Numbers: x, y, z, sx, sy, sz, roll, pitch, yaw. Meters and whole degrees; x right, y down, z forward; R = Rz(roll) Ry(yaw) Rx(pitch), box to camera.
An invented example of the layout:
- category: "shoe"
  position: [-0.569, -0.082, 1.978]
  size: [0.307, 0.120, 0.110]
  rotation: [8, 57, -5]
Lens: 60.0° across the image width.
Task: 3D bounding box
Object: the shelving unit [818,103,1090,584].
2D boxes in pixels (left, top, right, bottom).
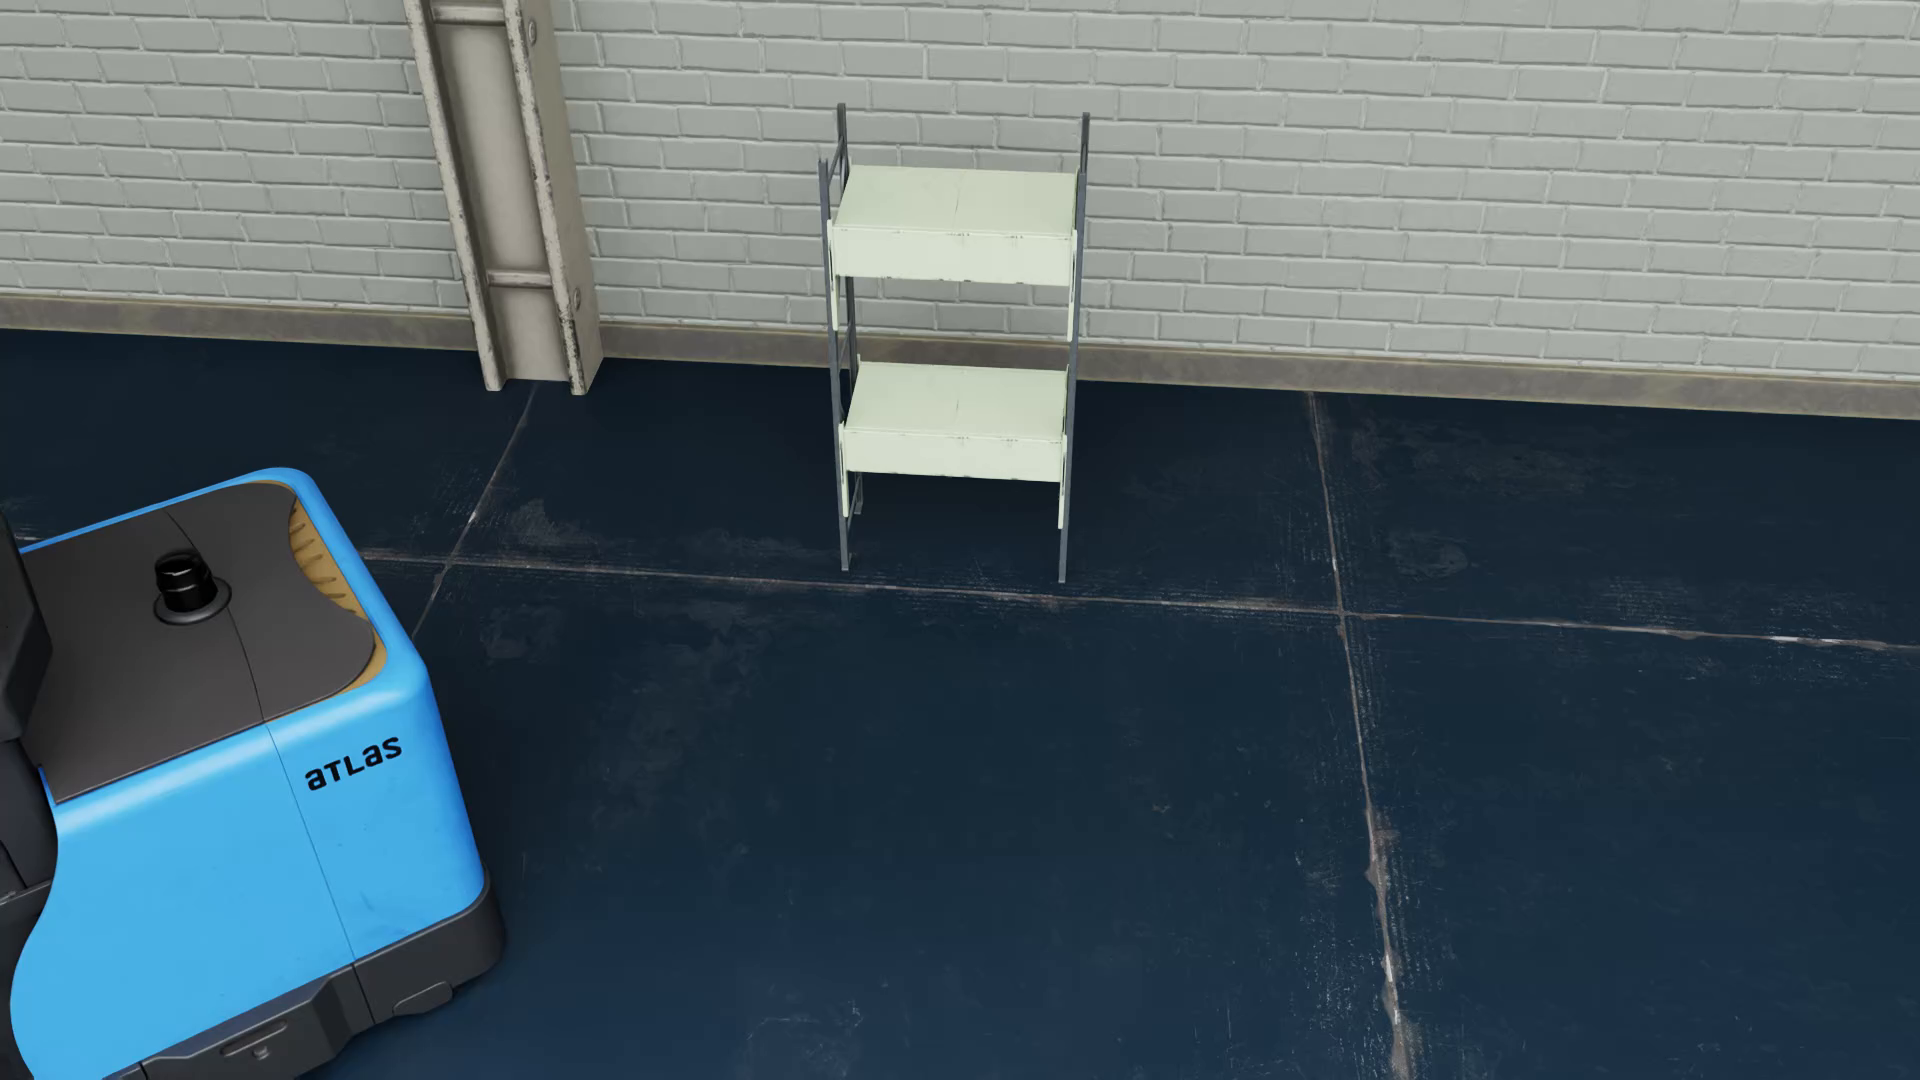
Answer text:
- category: "shelving unit"
  position: [-0.007, -0.582, 5.277]
  size: [0.755, 1.500, 0.431]
  rotation: [3, 39, 4]

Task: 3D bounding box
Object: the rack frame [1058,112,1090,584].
- category: "rack frame"
  position: [0.358, -0.562, 5.252]
  size: [0.023, 1.500, 0.400]
  rotation: [3, 39, 4]

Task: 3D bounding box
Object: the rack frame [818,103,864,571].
- category: "rack frame"
  position: [-0.371, -0.602, 5.301]
  size: [0.023, 1.500, 0.400]
  rotation: [3, 39, 4]

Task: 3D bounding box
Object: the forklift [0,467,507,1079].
- category: "forklift"
  position: [-2.694, 0.252, 3.118]
  size: [3.031, 2.935, 1.130]
  rotation: [-23, 44, -25]

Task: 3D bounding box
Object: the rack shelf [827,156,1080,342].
- category: "rack shelf"
  position: [-0.007, -0.885, 5.031]
  size: [0.720, 0.370, 0.431]
  rotation: [3, 39, 4]

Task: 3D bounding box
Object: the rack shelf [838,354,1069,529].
- category: "rack shelf"
  position: [-0.007, -0.329, 5.483]
  size: [0.720, 0.370, 0.431]
  rotation: [3, 39, 4]

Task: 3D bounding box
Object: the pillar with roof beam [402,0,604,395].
- category: "pillar with roof beam"
  position: [-2.005, -1.451, 0.404]
  size: [0.400, 9.000, 9.100]
  rotation: [3, 39, 4]
